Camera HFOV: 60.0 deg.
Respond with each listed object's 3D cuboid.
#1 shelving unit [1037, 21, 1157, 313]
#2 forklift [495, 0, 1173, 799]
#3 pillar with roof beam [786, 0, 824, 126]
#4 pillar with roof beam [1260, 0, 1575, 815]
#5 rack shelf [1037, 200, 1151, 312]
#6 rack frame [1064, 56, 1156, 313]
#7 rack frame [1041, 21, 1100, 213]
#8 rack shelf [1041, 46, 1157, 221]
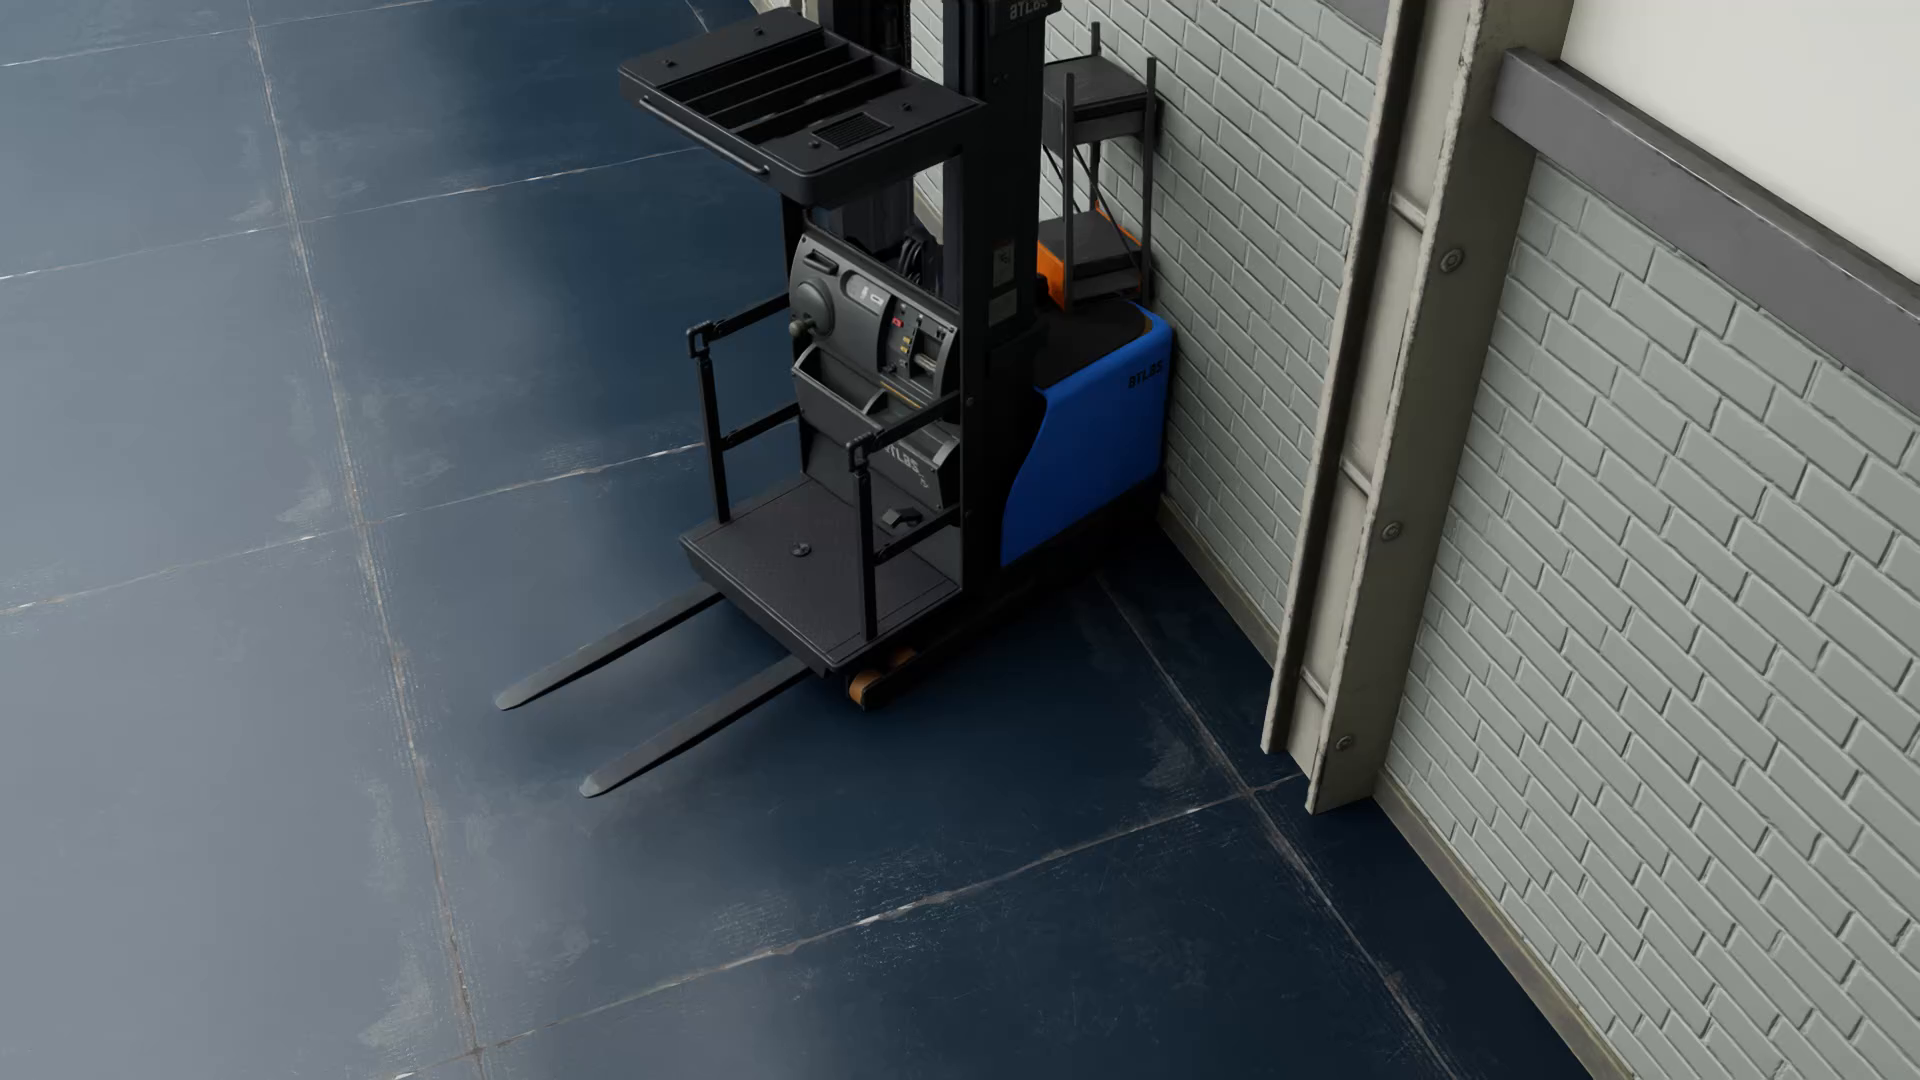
[{"bbox_3d":[0.537,-1.146,7.352,0.431,2.100,0.503,-16,38,-18],"label":"shelving unit"},{"bbox_3d":[-0.501,-0.804,6.356,3.031,2.935,1.130,-31,49,-31],"label":"forklift"},{"bbox_3d":[-4.847,-5.045,6.633,9.100,9.000,0.400,-15,43,-17],"label":"pillar with roof beam"},{"bbox_3d":[-2.552,-1.430,2.430,9.100,9.000,0.400,-15,43,-17],"label":"pillar with roof beam"},{"bbox_3d":[0.537,-1.135,7.360,0.431,0.518,0.480,-16,38,-18],"label":"rack shelf"},{"bbox_3d":[0.633,-1.018,7.167,0.400,2.100,0.015,-16,38,-18],"label":"rack frame"},{"bbox_3d":[0.441,-1.274,7.536,0.400,2.100,0.015,-16,38,-18],"label":"rack frame"},{"bbox_3d":[0.512,-1.703,6.952,0.431,0.518,0.480,-16,38,-18],"label":"rack shelf"}]
